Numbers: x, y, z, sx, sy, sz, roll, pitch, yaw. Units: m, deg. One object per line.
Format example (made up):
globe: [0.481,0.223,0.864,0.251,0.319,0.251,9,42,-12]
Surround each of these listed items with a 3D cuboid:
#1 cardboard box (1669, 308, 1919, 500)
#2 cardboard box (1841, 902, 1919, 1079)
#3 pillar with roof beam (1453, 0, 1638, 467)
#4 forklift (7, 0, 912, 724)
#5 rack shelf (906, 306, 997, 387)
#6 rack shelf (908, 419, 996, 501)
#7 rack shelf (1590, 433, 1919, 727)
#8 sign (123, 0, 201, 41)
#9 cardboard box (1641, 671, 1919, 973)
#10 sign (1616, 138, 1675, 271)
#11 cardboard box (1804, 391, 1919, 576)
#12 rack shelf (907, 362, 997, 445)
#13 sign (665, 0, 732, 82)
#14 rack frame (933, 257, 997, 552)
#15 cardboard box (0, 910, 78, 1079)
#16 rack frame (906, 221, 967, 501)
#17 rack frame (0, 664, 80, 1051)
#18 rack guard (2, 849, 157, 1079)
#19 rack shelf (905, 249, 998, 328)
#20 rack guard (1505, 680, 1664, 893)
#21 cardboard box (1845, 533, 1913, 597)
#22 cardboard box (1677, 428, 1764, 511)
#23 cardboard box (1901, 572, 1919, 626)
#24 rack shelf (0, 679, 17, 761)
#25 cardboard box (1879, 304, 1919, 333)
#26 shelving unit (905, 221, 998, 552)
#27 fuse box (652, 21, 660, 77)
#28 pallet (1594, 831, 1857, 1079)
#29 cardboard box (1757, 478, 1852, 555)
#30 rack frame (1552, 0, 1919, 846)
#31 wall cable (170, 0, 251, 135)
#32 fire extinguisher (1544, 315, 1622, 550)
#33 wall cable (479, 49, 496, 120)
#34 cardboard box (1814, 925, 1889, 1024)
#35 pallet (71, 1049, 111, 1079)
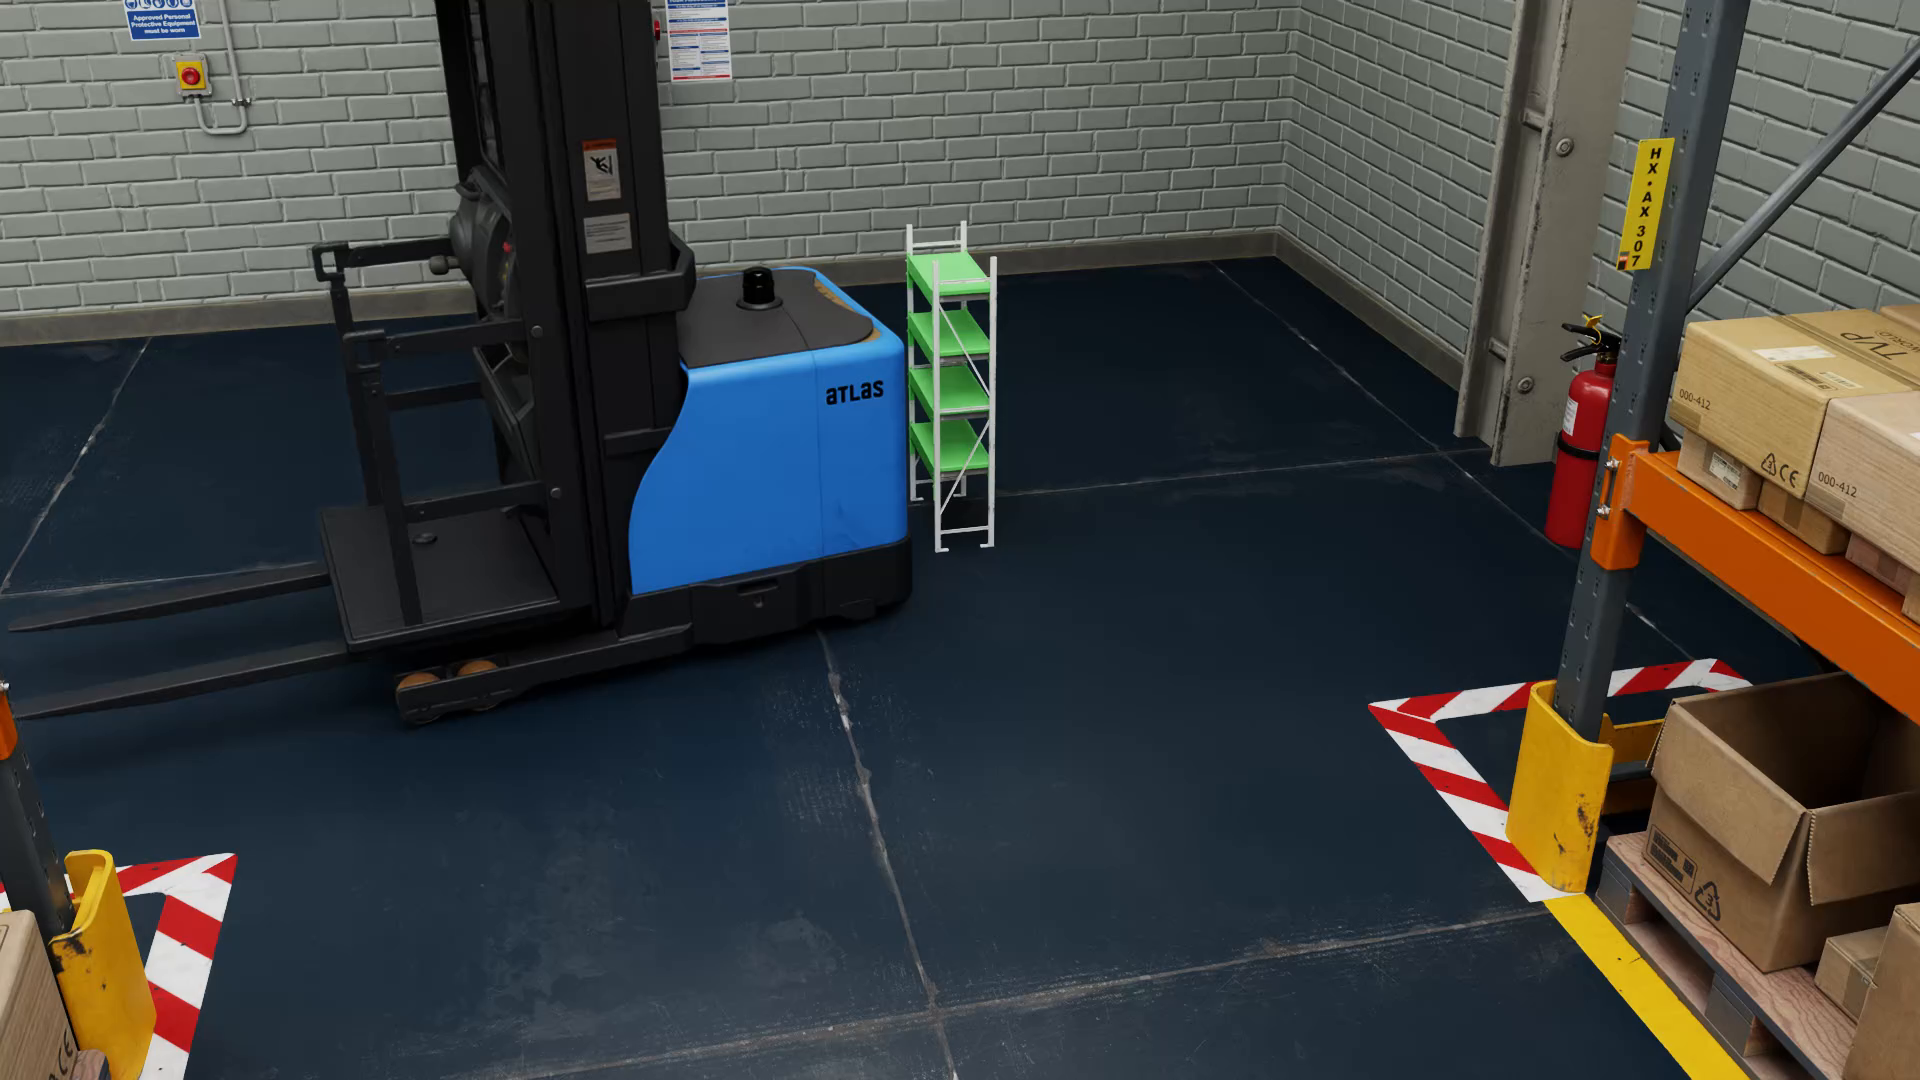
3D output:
cardboard box: [2.057,-0.331,3.914,0.500,0.250,0.500,-6,27,-11]
cardboard box: [2.417,1.094,3.562,0.700,0.500,0.500,-5,27,-9]
pillar with roof beam: [-1.707,-4.008,4.704,9.100,9.000,0.400,-6,27,-12]
forklift: [-1.740,-0.968,5.415,3.031,2.935,1.130,-11,29,-21]
rack shelf: [-0.037,-0.766,6.544,0.258,0.148,0.480,-6,27,-12]
rack shelf: [-0.037,-0.337,6.761,0.258,0.148,0.480,-6,27,-12]
rack shelf: [2.668,0.707,2.818,1.077,0.370,4.000,-6,27,-12]
sign: [-3.973,-2.602,8.276,0.327,0.218,0.001,-6,27,-12]
cardboard box: [2.262,0.713,4.312,0.797,0.503,0.637,-7,28,-14]
sign: [1.688,-0.823,4.091,0.100,0.325,0.005,-6,27,-12]
cardboard box: [2.170,-0.110,3.475,0.500,0.250,0.500,-6,27,-11]
rack shelf: [-0.037,-0.551,6.652,0.258,0.148,0.480,-6,27,-12]
sign: [-1.398,-2.707,8.890,0.329,0.494,0.001,-6,27,-12]
rack frame: [0.018,-0.501,6.411,0.240,1.200,0.015,-6,27,-12]
cardboard box: [-2.372,1.250,3.323,0.875,0.438,0.875,-7,28,-13]
rack frame: [-0.092,-0.715,6.836,0.240,1.200,0.015,-6,27,-12]
rack frame: [-2.618,0.014,3.394,1.000,3.000,0.127,-6,27,-12]
rack guard: [-2.624,1.119,3.978,1.175,0.500,0.348,-6,27,-12]
rack shelf: [-0.037,-0.980,6.436,0.258,0.148,0.480,-6,27,-12]
rack guard: [2.234,0.657,4.893,1.175,0.500,0.348,-6,27,-12]
cardboard box: [2.219,0.011,3.678,0.380,0.149,0.250,-6,27,-12]
cardboard box: [2.024,-0.208,4.111,0.380,0.149,0.250,-6,27,-12]
cardboard box: [2.216,0.128,3.445,0.380,0.149,0.250,-5,27,-10]
rack shelf: [-2.168,1.213,1.816,1.077,0.370,4.000,-6,27,-12]
cardboard box: [2.579,-0.383,4.016,0.500,0.250,0.500,-5,27,-10]
shelving unit: [-0.037,-0.608,6.624,0.258,1.200,0.503,-6,27,-12]
fuse box: [-1.832,-2.033,8.879,0.539,1.711,0.414,-6,27,-12]
pallet: [2.415,1.136,4.265,1.003,0.211,1.213,-6,27,-12]
cardboard box: [2.126,-0.101,3.899,0.380,0.149,0.250,-5,27,-10]
rack frame: [2.217,-0.492,4.396,1.000,3.000,0.127,-6,27,-12]
wall cable: [-3.912,-2.927,8.057,0.585,1.953,0.123,-6,27,-12]
fire extinguisher: [1.733,-0.309,4.532,0.296,0.674,0.183,-6,27,-12]
wall cable: [-2.533,-3.062,8.360,0.588,1.984,0.122,-6,27,-12]
cardboard box: [2.320,1.062,4.015,0.380,0.149,0.250,-7,28,-14]
pallet: [-2.362,1.602,3.342,1.003,0.211,1.213,-6,27,-12]
